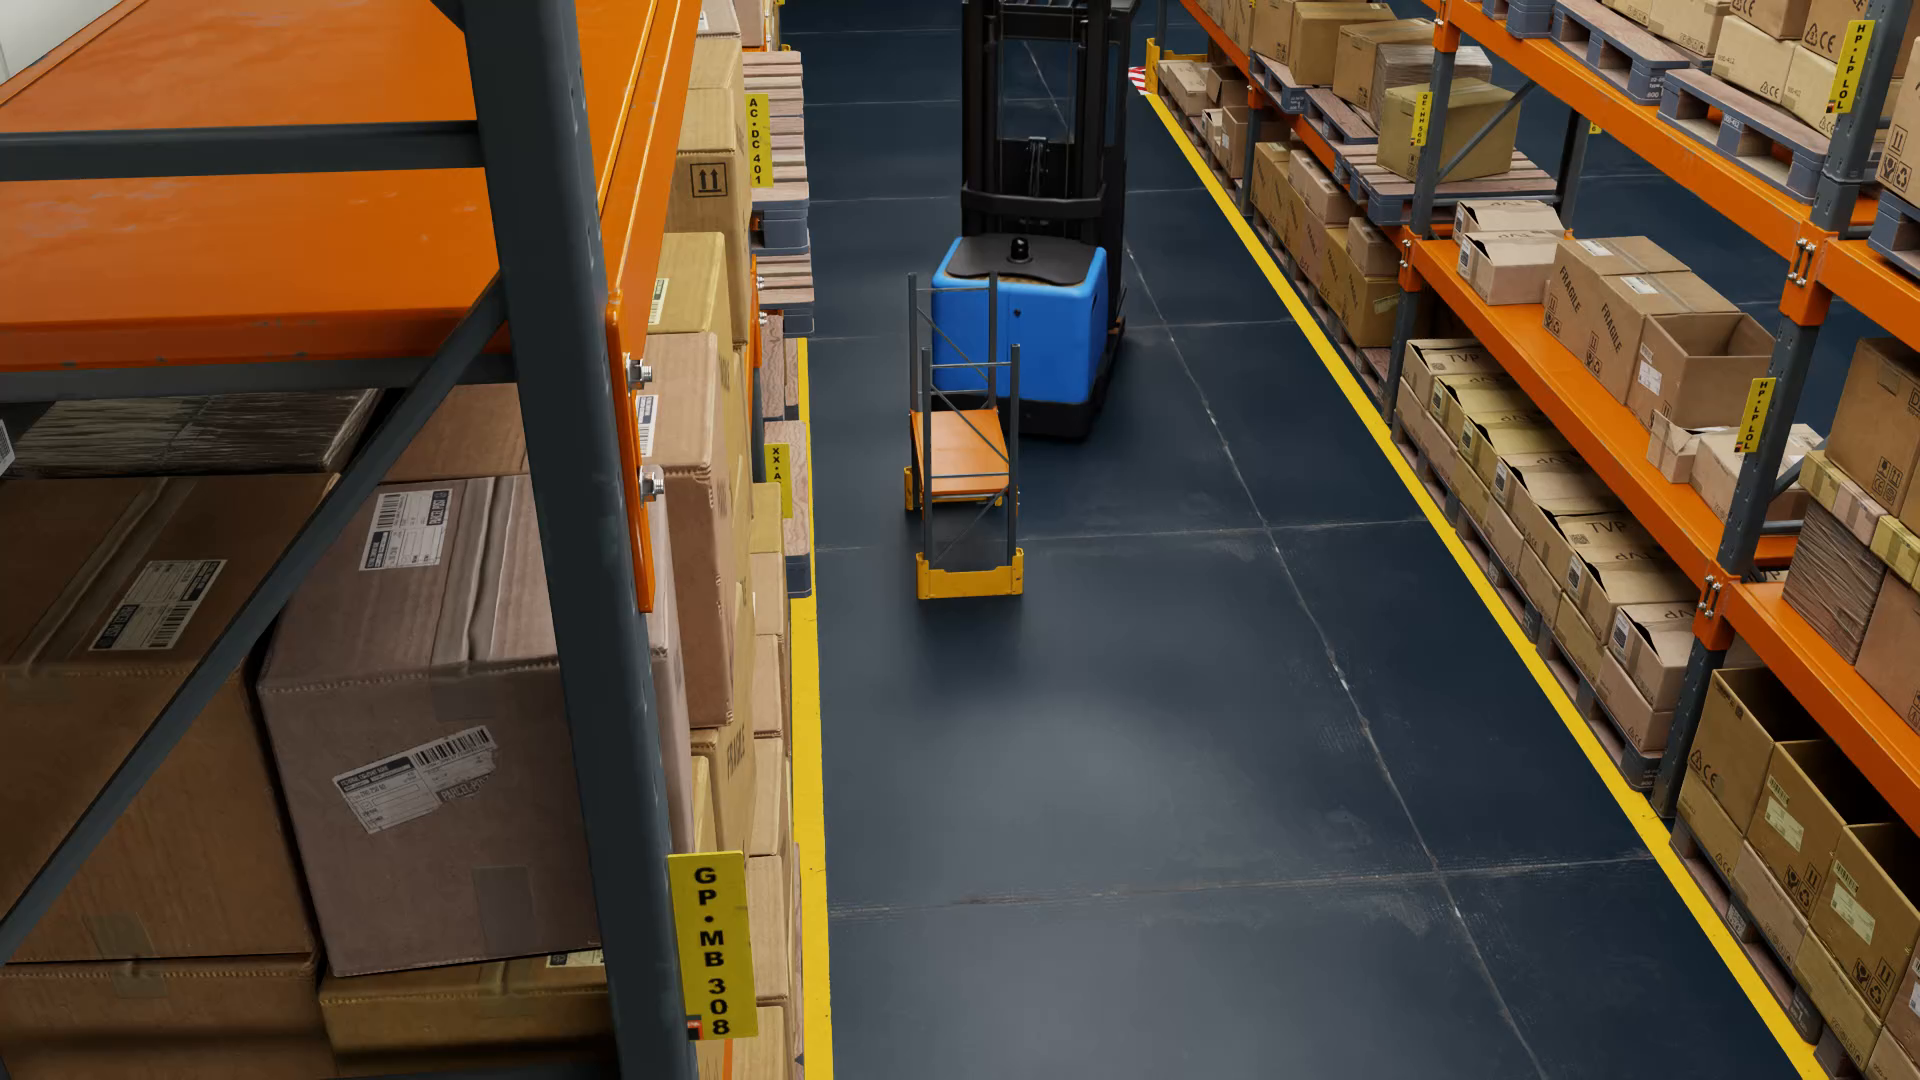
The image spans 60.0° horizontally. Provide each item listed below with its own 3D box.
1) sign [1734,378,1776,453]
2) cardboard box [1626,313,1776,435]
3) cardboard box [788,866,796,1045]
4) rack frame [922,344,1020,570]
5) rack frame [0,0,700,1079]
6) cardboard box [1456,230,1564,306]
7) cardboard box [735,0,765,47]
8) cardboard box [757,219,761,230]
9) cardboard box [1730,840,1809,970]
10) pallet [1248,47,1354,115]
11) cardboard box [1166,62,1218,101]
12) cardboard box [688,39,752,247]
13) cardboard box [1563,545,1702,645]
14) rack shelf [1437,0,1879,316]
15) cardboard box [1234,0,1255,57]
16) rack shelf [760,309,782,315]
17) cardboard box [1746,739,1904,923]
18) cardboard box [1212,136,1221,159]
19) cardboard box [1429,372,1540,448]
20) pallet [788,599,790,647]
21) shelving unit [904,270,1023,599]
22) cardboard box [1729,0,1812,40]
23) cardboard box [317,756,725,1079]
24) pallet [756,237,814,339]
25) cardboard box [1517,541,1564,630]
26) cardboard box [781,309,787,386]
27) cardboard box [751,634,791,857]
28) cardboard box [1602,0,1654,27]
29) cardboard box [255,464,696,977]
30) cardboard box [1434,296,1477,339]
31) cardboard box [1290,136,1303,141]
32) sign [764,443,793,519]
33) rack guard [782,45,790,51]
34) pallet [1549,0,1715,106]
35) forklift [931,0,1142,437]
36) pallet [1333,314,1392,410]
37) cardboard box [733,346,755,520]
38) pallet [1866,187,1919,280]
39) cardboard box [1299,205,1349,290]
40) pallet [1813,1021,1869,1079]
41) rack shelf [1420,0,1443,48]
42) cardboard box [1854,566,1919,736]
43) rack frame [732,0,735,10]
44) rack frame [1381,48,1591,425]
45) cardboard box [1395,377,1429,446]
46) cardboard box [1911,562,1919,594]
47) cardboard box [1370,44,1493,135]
[{"bbox_3d":[3.157,-0.493,6.599,0.100,0.325,0.005,-3,31,-5],"label":"sign"},{"bbox_3d":[3.592,-0.766,8.010,0.500,0.500,0.500,-1,31,-1],"label":"cardboard box"},{"bbox_3d":[-0.741,1.229,4.895,0.500,0.250,0.500,-2,31,-4],"label":"cardboard box"},{"bbox_3d":[0.055,-0.341,8.858,0.500,1.500,0.032,-3,31,-5],"label":"rack frame"},{"bbox_3d":[-0.858,-0.355,1.570,0.949,2.616,0.053,-3,31,-5],"label":"rack frame"},{"bbox_3d":[3.213,-1.599,9.589,0.500,0.311,0.500,-3,31,-5],"label":"cardboard box"},{"bbox_3d":[-1.273,-2.767,8.601,0.500,0.311,0.500,-3,31,-5],"label":"cardboard box"},{"bbox_3d":[-1.409,-1.944,10.305,0.380,0.149,0.250,-3,31,-5],"label":"cardboard box"},{"bbox_3d":[3.479,1.446,6.676,0.500,0.250,0.500,-3,31,-5],"label":"cardboard box"},{"bbox_3d":[2.915,-3.650,13.123,1.003,0.211,1.213,-3,31,-5],"label":"pallet"},{"bbox_3d":[2.390,-4.650,16.862,0.500,0.250,0.500,-3,31,-5],"label":"cardboard box"},{"bbox_3d":[-0.857,-1.067,4.594,0.500,0.500,0.500,-1,31,-2],"label":"cardboard box"},{"bbox_3d":[3.318,0.240,8.148,0.500,0.311,0.500,-2,31,-3],"label":"cardboard box"},{"bbox_3d":[3.509,-2.061,8.052,1.077,0.370,4.000,-3,31,-5],"label":"rack shelf"},{"bbox_3d":[2.647,-4.431,14.147,0.500,0.500,0.500,-2,31,-4],"label":"cardboard box"},{"bbox_3d":[-1.422,-0.534,8.421,1.077,0.370,4.000,-3,31,-5],"label":"rack shelf"},{"bbox_3d":[3.482,1.124,6.484,0.500,0.500,0.500,-3,31,-5],"label":"cardboard box"},{"bbox_3d":[2.518,-3.576,15.164,0.380,0.149,0.250,-3,31,-5],"label":"cardboard box"},{"bbox_3d":[3.137,-0.795,9.881,0.500,0.311,0.500,-3,31,-6],"label":"cardboard box"},{"bbox_3d":[-1.427,0.354,8.953,1.003,0.211,1.213,-3,31,-5],"label":"pallet"},{"bbox_3d":[0.007,-0.605,9.301,0.587,1.500,1.083,-3,31,-5],"label":"shelving unit"},{"bbox_3d":[3.602,-2.393,6.912,0.500,0.500,0.500,0,31,0],"label":"cardboard box"},{"bbox_3d":[-0.644,0.698,2.614,0.500,0.500,0.500,-2,31,-3],"label":"cardboard box"},{"bbox_3d":[-1.436,-1.423,9.395,1.213,0.211,1.003,-3,31,-5],"label":"pallet"},{"bbox_3d":[3.275,0.222,8.726,0.500,0.250,0.500,-2,31,-3],"label":"cardboard box"},{"bbox_3d":[-1.547,-1.503,11.029,0.750,0.750,0.750,-3,31,-5],"label":"cardboard box"},{"bbox_3d":[-0.795,0.651,5.131,0.500,0.500,0.500,-4,31,-6],"label":"cardboard box"},{"bbox_3d":[3.530,-2.719,8.188,0.500,0.250,0.500,-3,31,-6],"label":"cardboard box"},{"bbox_3d":[-0.656,0.244,2.400,0.500,0.500,0.500,-5,31,-8],"label":"cardboard box"},{"bbox_3d":[3.565,-1.465,11.287,0.500,0.500,0.500,-1,31,-2],"label":"cardboard box"},{"bbox_3d":[3.125,-3.405,14.718,0.500,0.311,0.500,-3,31,-5],"label":"cardboard box"},{"bbox_3d":[-0.696,-0.223,6.355,0.100,0.325,0.005,-3,31,-5],"label":"sign"},{"bbox_3d":[-2.359,-4.887,17.445,1.175,0.500,0.348,-3,31,-5],"label":"rack guard"},{"bbox_3d":[3.582,-2.397,8.097,1.003,0.211,1.213,-1,31,-2],"label":"pallet"},{"bbox_3d":[0.603,-2.661,11.348,1.130,2.935,3.031,6,31,10],"label":"forklift"},{"bbox_3d":[3.290,-1.289,11.703,1.003,0.211,1.213,-3,31,-5],"label":"pallet"},{"bbox_3d":[-0.818,-0.375,4.411,0.500,0.500,0.500,-4,31,-7],"label":"cardboard box"},{"bbox_3d":[3.802,-0.876,5.454,1.003,0.211,1.213,-3,31,-5],"label":"pallet"},{"bbox_3d":[2.898,-2.217,12.546,0.500,0.500,0.500,-4,31,-6],"label":"cardboard box"},{"bbox_3d":[3.846,2.168,5.914,1.003,0.211,1.213,-3,31,-5],"label":"pallet"},{"bbox_3d":[3.136,-4.103,11.471,1.077,0.370,4.000,-3,31,-5],"label":"rack shelf"},{"bbox_3d":[3.800,0.391,6.073,0.700,0.500,0.500,-3,31,-5],"label":"cardboard box"},{"bbox_3d":[-1.235,-2.397,4.989,1.000,3.000,0.127,-3,31,-5],"label":"rack frame"},{"bbox_3d":[3.323,-2.103,10.346,1.000,3.000,0.127,-3,31,-5],"label":"rack frame"},{"bbox_3d":[3.079,-0.822,10.473,0.500,0.250,0.500,-3,31,-5],"label":"cardboard box"},{"bbox_3d":[3.604,0.158,5.831,0.380,0.149,0.250,-3,31,-5],"label":"cardboard box"},{"bbox_3d":[3.256,-3.119,11.539,0.700,0.500,0.500,3,31,5],"label":"cardboard box"}]
